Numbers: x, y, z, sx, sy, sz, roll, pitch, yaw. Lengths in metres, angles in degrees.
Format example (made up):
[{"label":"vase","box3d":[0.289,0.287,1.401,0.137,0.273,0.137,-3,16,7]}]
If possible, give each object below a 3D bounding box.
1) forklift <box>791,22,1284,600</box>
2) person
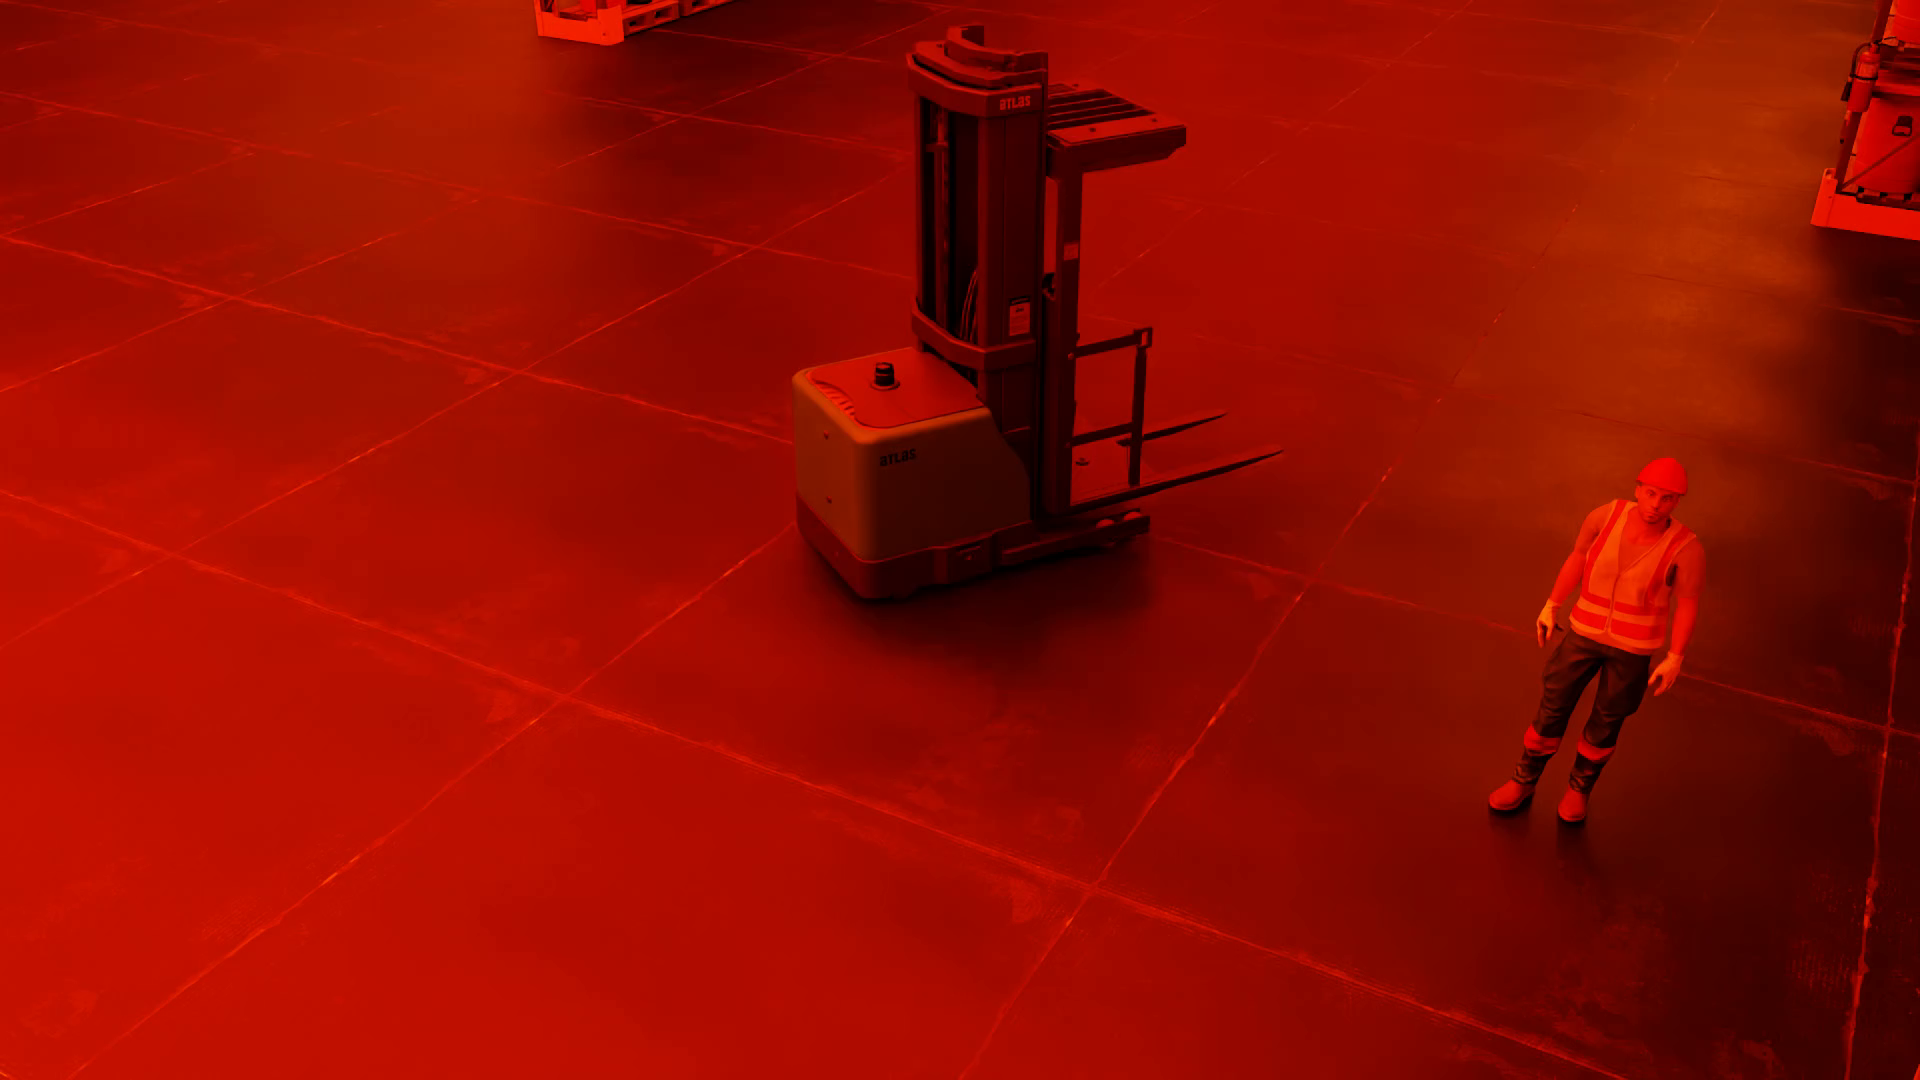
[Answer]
[{"label":"forklift","box3d":[0.564,-1.443,9.571,3.031,2.935,1.130,-15,33,-24]},{"label":"person","box3d":[2.864,0.471,7.384,0.639,1.787,0.565,21,36,32]}]
